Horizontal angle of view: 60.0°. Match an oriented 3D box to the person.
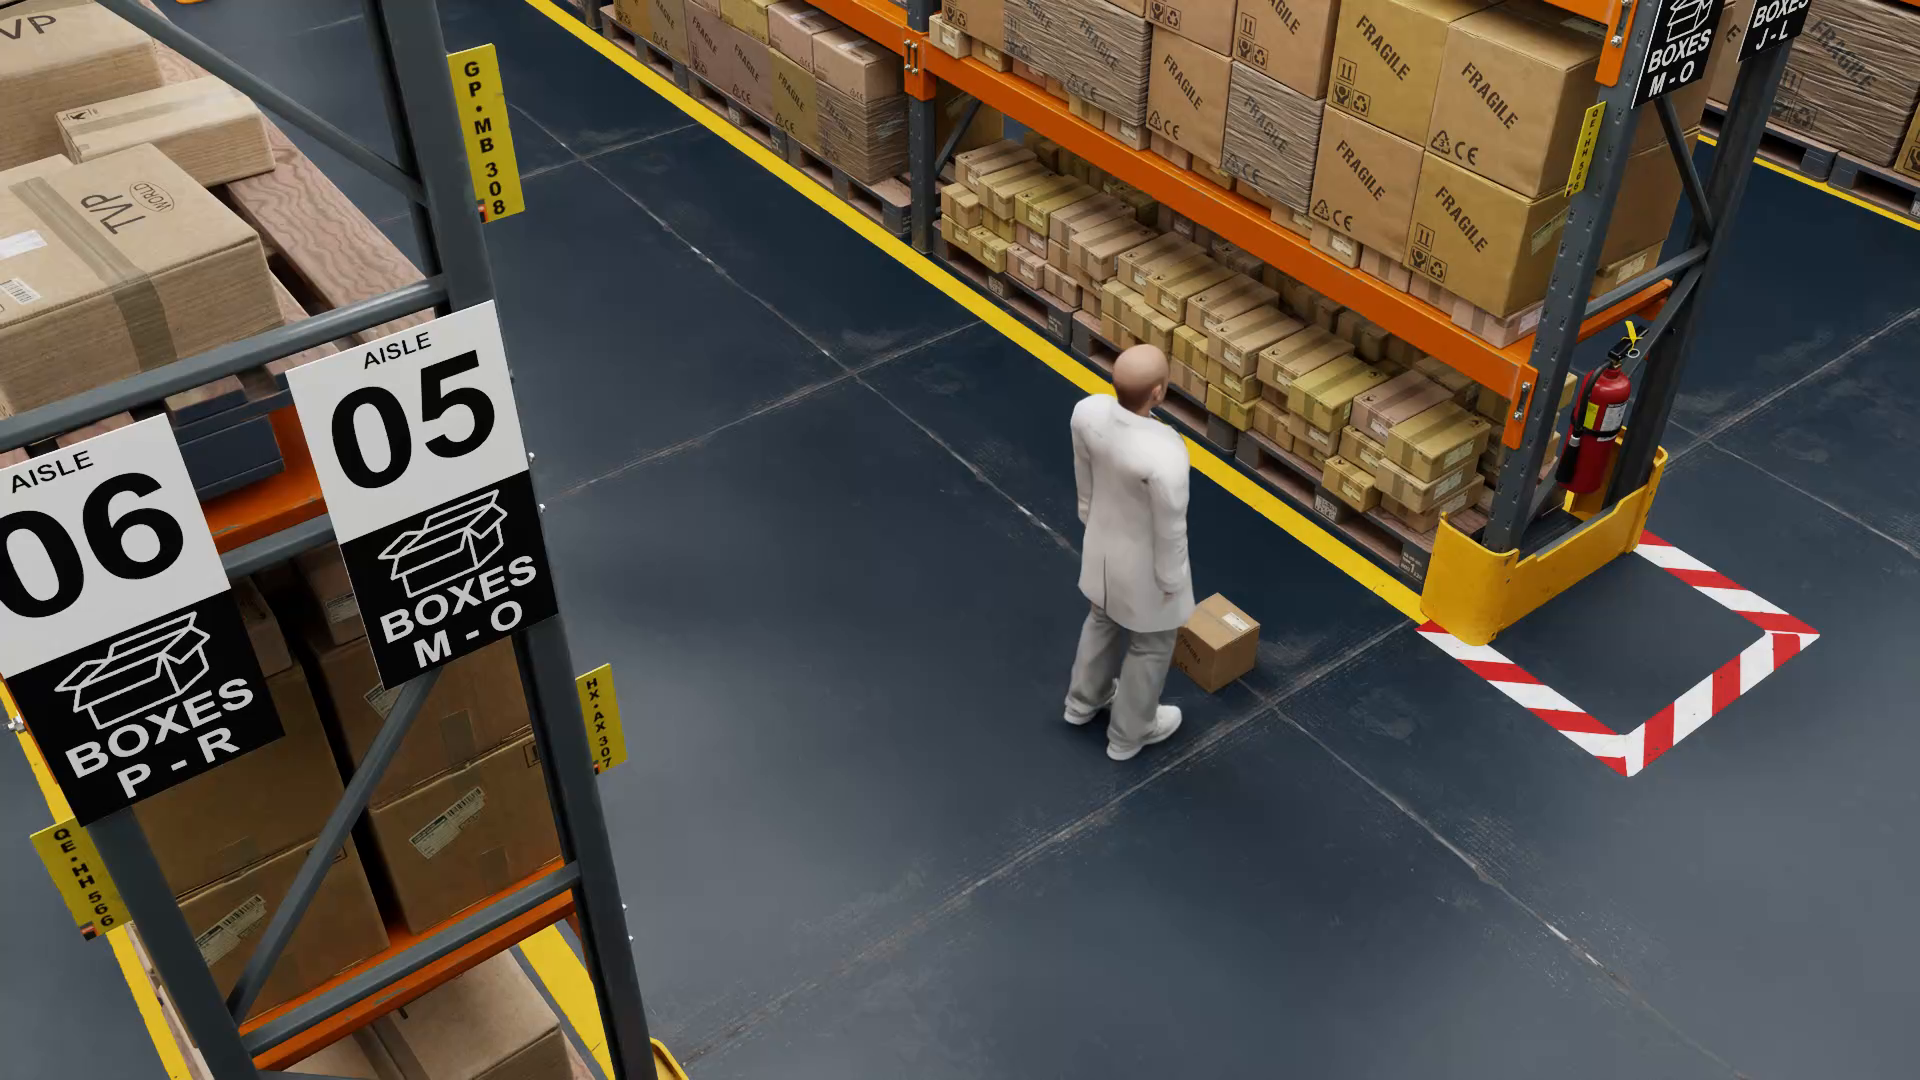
[{"bbox_3d":[1.476,-5.393,12.652,11.766,1.777,13.256,-25,46,-27],"label":"person"}]
